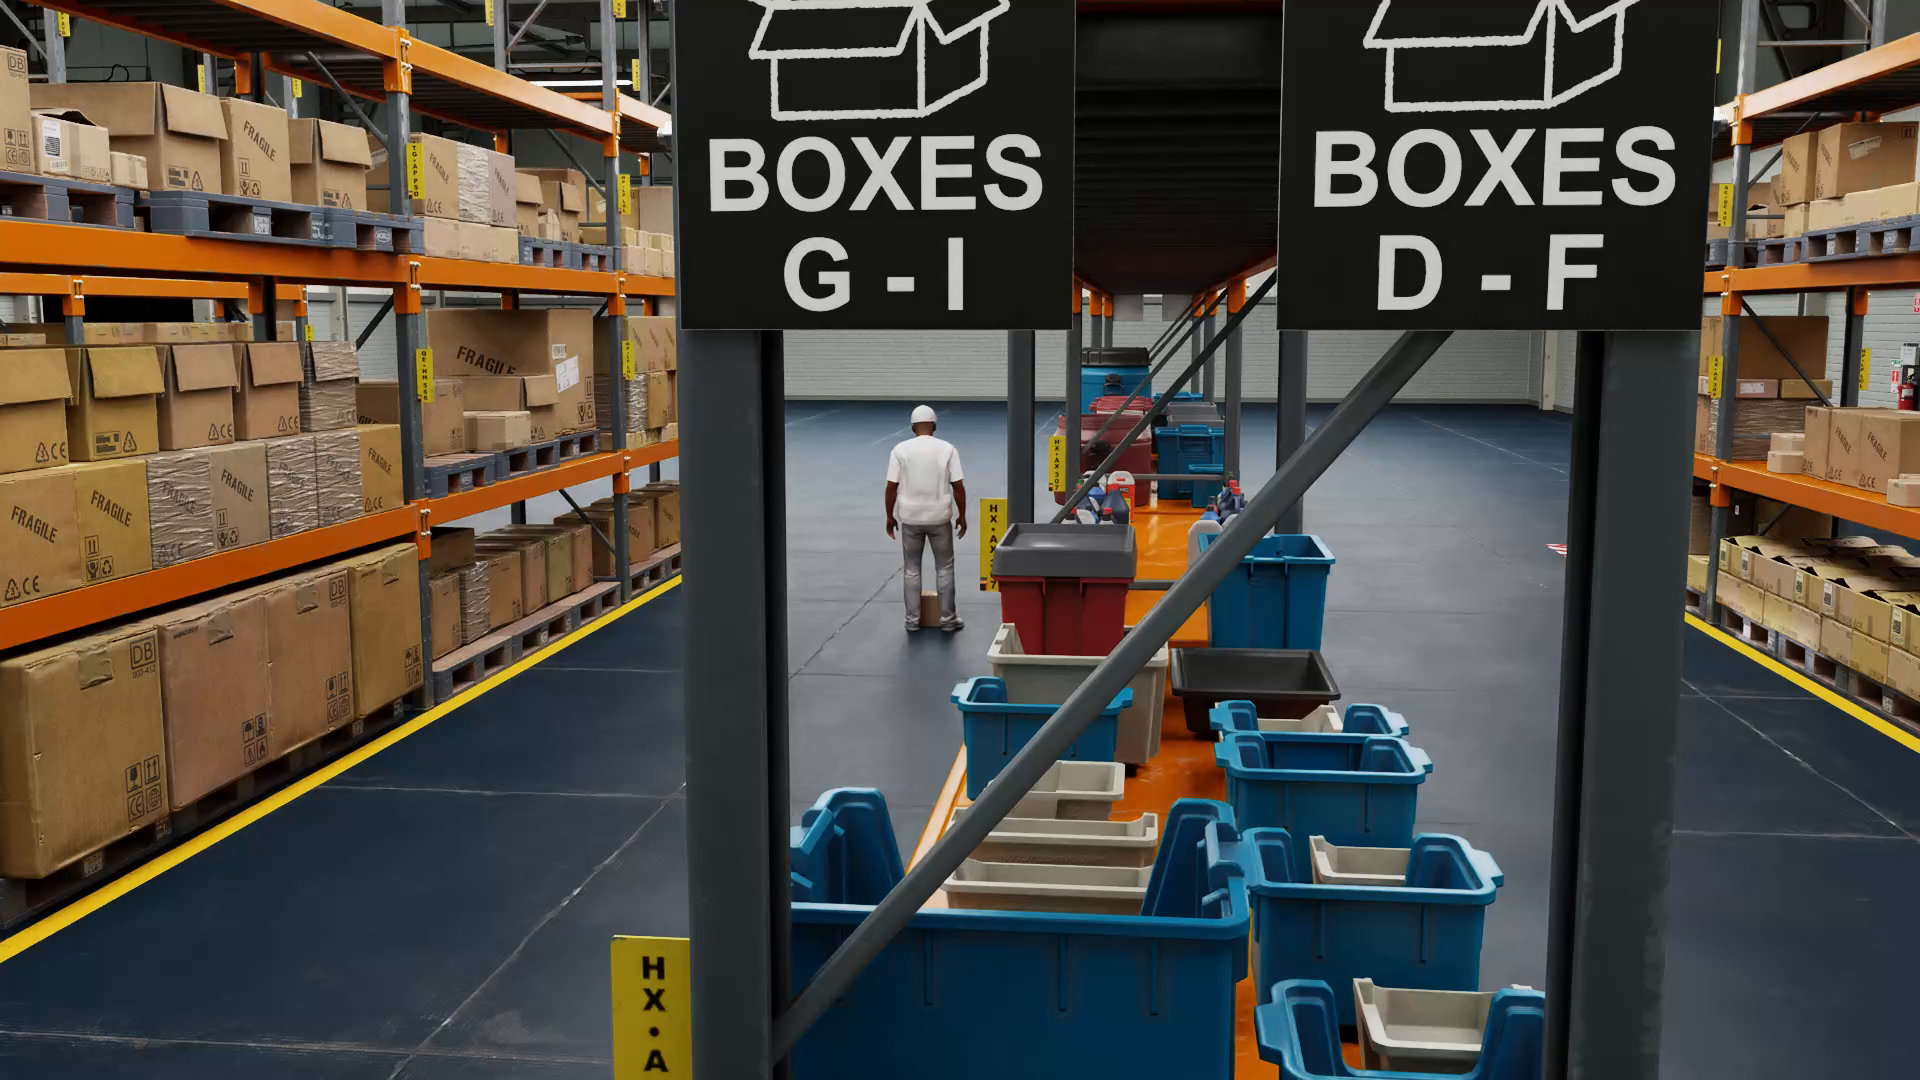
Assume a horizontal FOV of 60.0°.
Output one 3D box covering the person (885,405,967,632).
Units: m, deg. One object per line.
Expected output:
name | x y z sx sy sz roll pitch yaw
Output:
person | -0.264 -0.168 13.007 0.637 1.757 0.455 1 8 4
